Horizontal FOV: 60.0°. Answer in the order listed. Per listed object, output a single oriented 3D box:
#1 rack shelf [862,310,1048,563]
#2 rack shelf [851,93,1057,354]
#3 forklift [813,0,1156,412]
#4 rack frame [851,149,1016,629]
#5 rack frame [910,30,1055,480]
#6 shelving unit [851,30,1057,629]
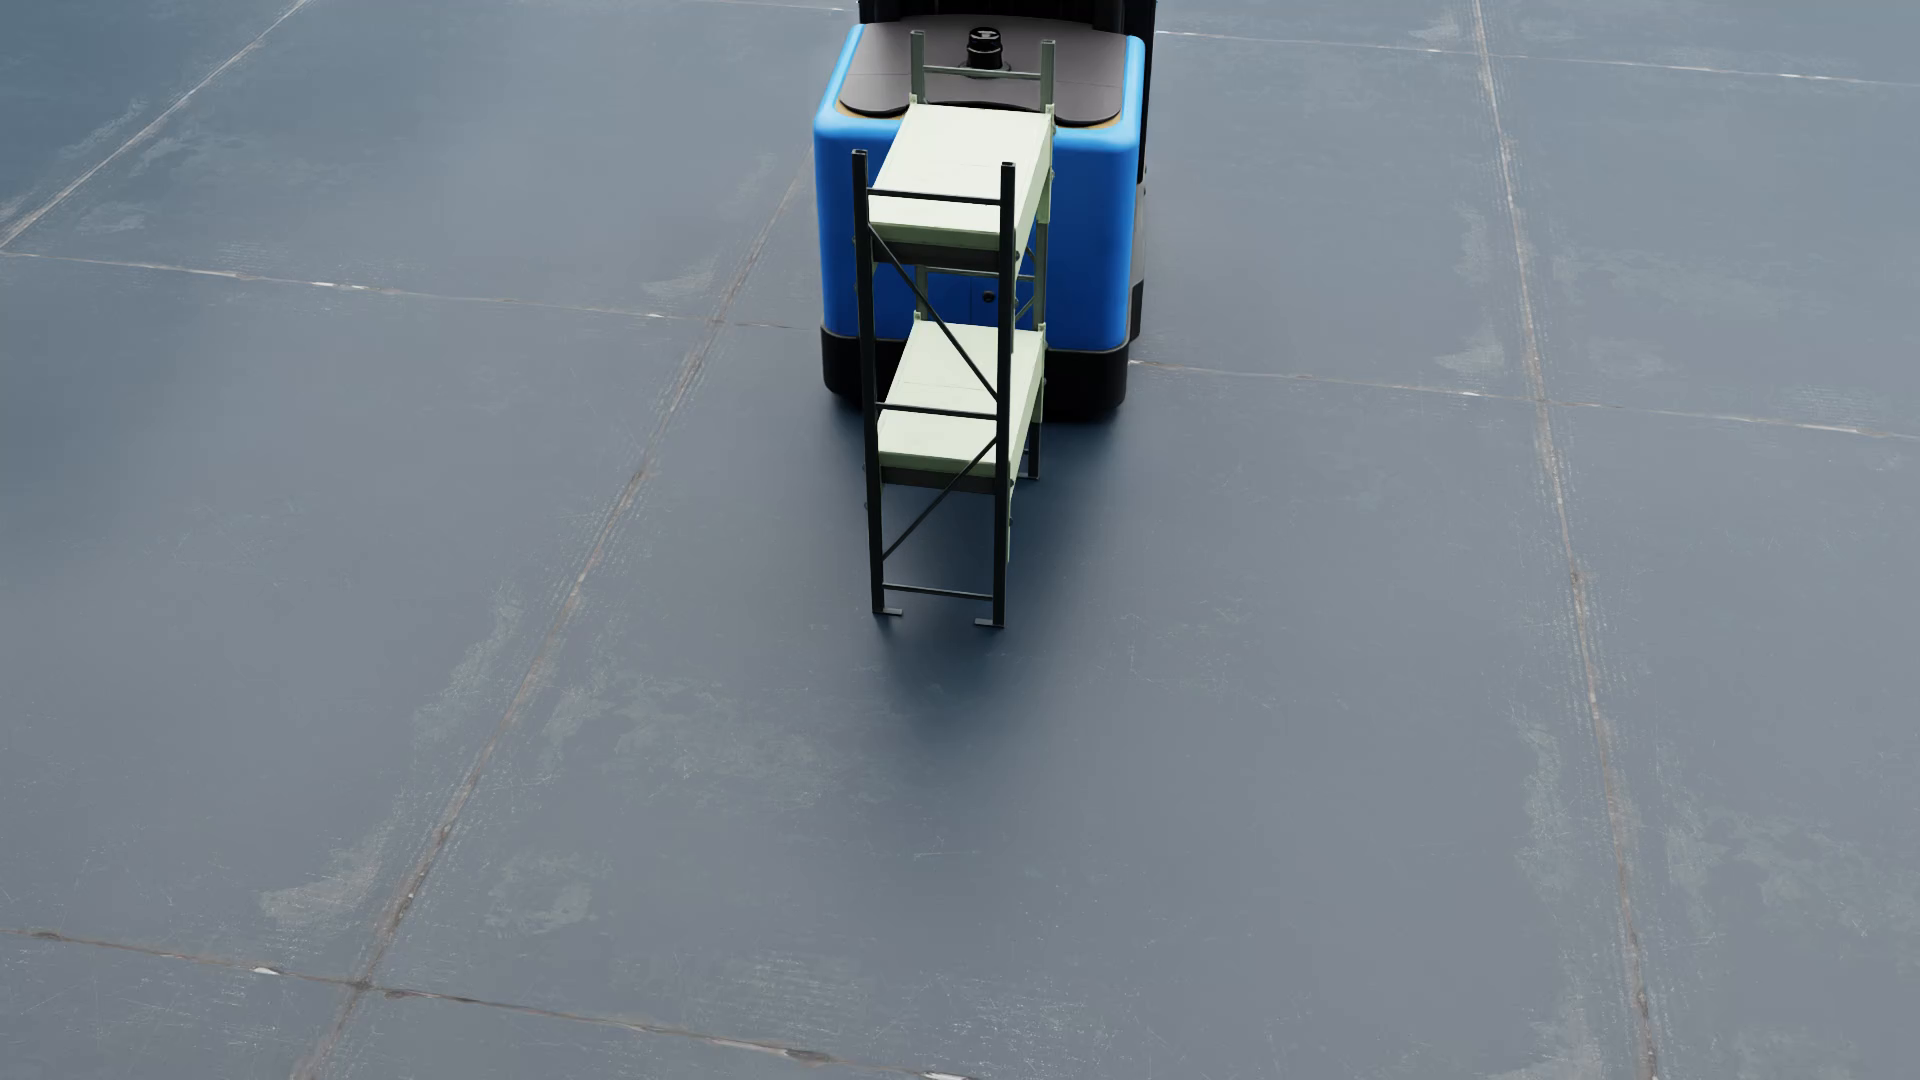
[{"bbox_3d":[-0.001,-0.323,4.975,0.431,0.370,0.720,6,40,8],"label":"rack shelf"},{"bbox_3d":[-0.001,-0.875,4.518,0.431,0.370,0.720,6,40,8],"label":"rack shelf"},{"bbox_3d":[0.200,-2.497,5.970,1.130,2.935,3.031,4,40,5],"label":"forklift"},{"bbox_3d":[-0.064,-0.344,4.489,0.400,1.500,0.023,6,40,8],"label":"rack frame"},{"bbox_3d":[0.062,-0.804,5.045,0.400,1.500,0.023,6,40,8],"label":"rack frame"},{"bbox_3d":[-0.001,-0.574,4.767,0.431,1.500,0.755,6,40,8],"label":"shelving unit"}]
